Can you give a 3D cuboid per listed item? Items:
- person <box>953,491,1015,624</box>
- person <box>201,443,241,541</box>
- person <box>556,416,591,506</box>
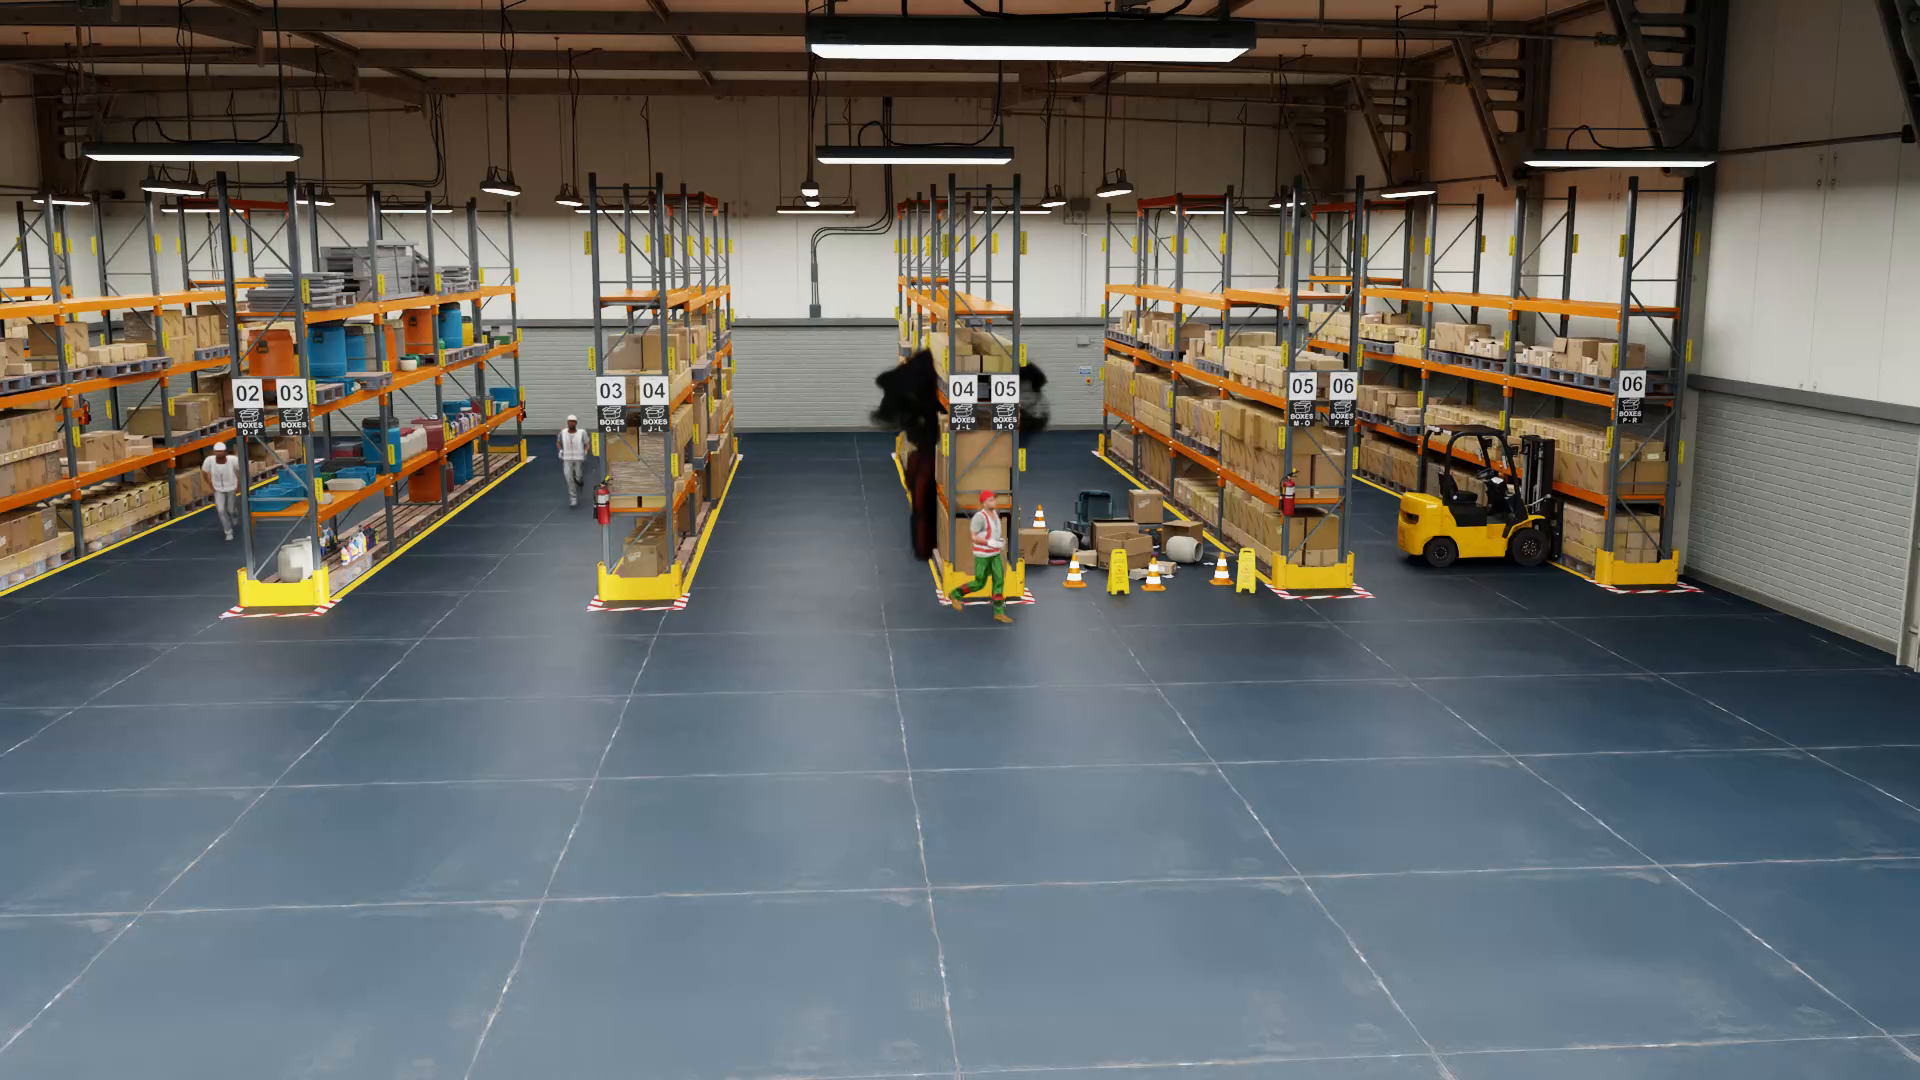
[{"bbox_3d":[0.366,0.219,22.427,0.886,1.782,0.665,7,12,35],"label":"person"},{"bbox_3d":[-12.703,-0.855,28.731,0.672,1.699,0.808,-2,10,-12],"label":"person"},{"bbox_3d":[-7.593,-1.572,32.645,0.682,1.747,0.690,-1,10,-5],"label":"person"}]
